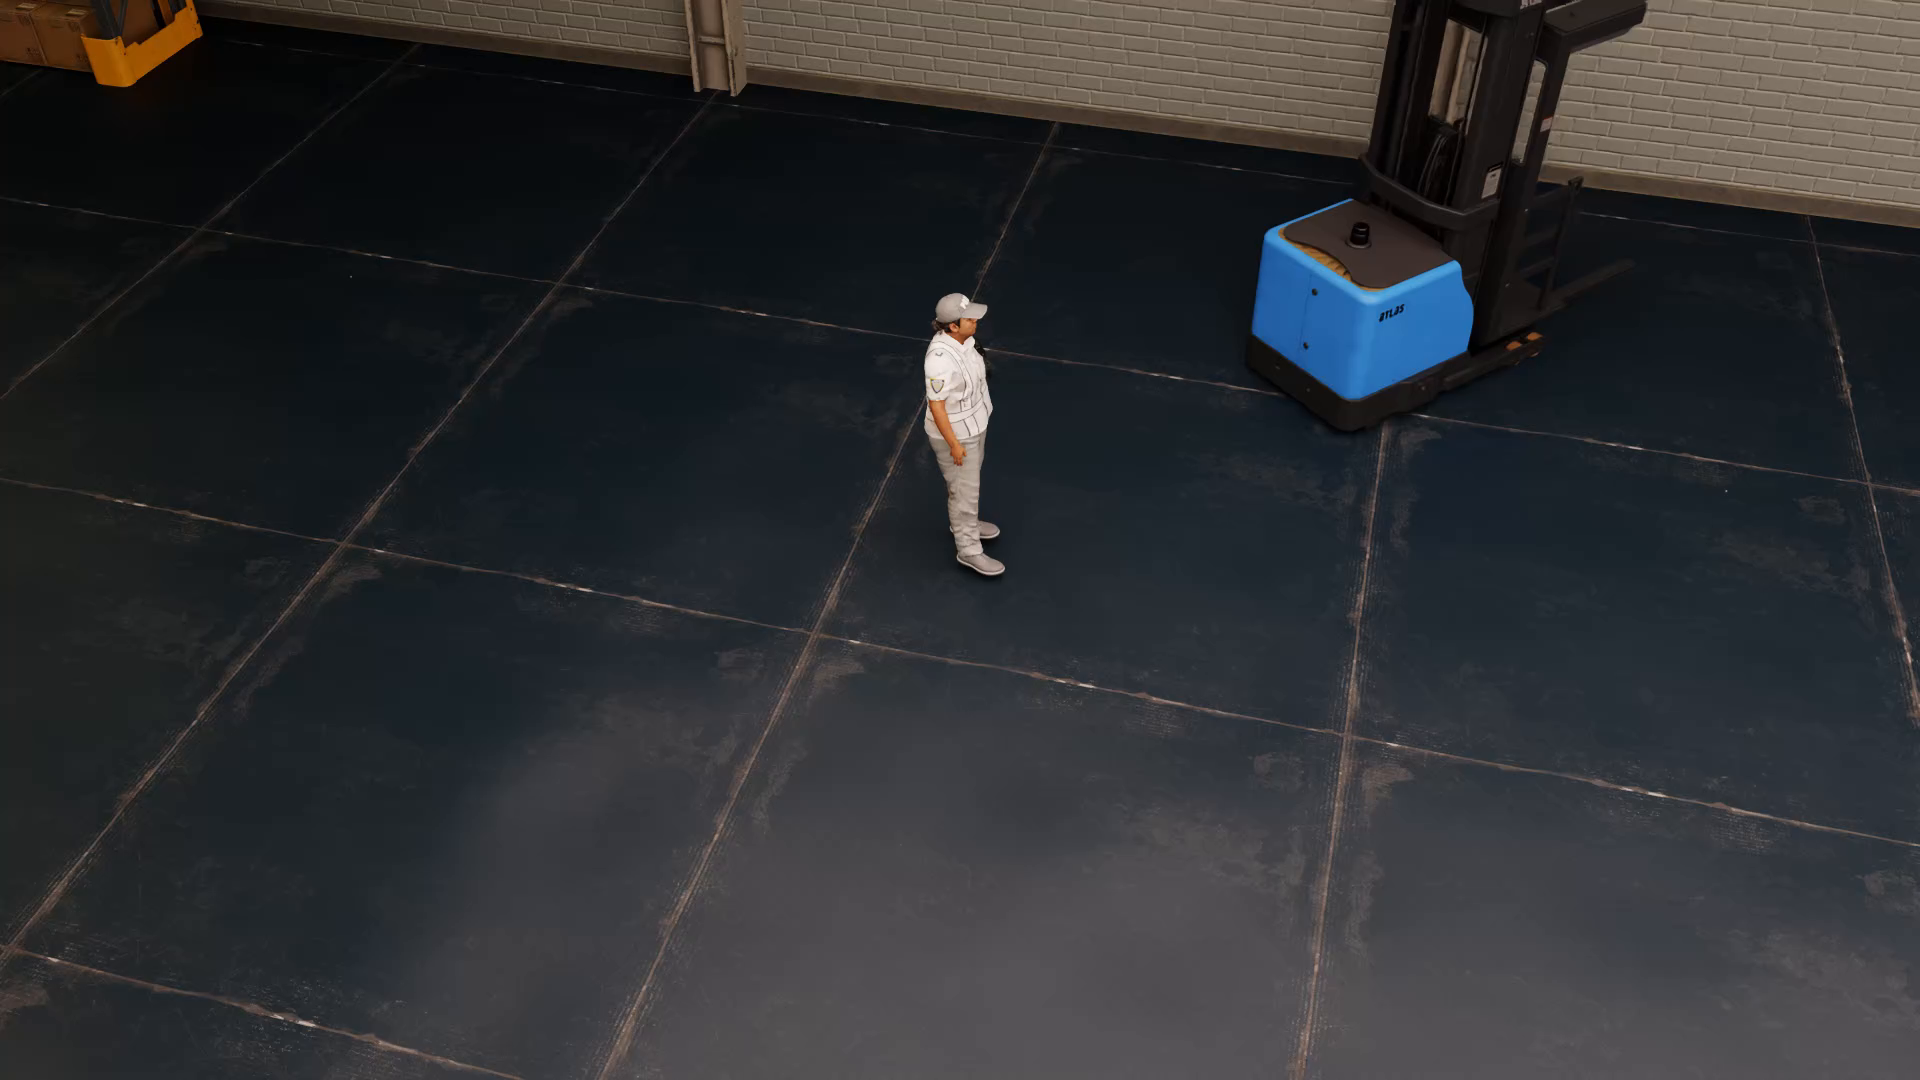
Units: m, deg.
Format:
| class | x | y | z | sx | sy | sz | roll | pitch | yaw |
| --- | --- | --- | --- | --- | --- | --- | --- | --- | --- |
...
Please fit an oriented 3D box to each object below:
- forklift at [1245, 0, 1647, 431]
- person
| class | x | y | z | sx | sy | sz | roll | pitch | yaw |
| --- | --- | --- | --- | --- | --- | --- | --- | --- | --- |
| forklift | 3.459 | -2.570 | 10.793 | 3.031 | 2.935 | 1.130 | -24 | 47 | -25 |
| person | 0.068 | -0.635 | 9.473 | 0.529 | 1.670 | 0.597 | 10 | 42 | 11 |
